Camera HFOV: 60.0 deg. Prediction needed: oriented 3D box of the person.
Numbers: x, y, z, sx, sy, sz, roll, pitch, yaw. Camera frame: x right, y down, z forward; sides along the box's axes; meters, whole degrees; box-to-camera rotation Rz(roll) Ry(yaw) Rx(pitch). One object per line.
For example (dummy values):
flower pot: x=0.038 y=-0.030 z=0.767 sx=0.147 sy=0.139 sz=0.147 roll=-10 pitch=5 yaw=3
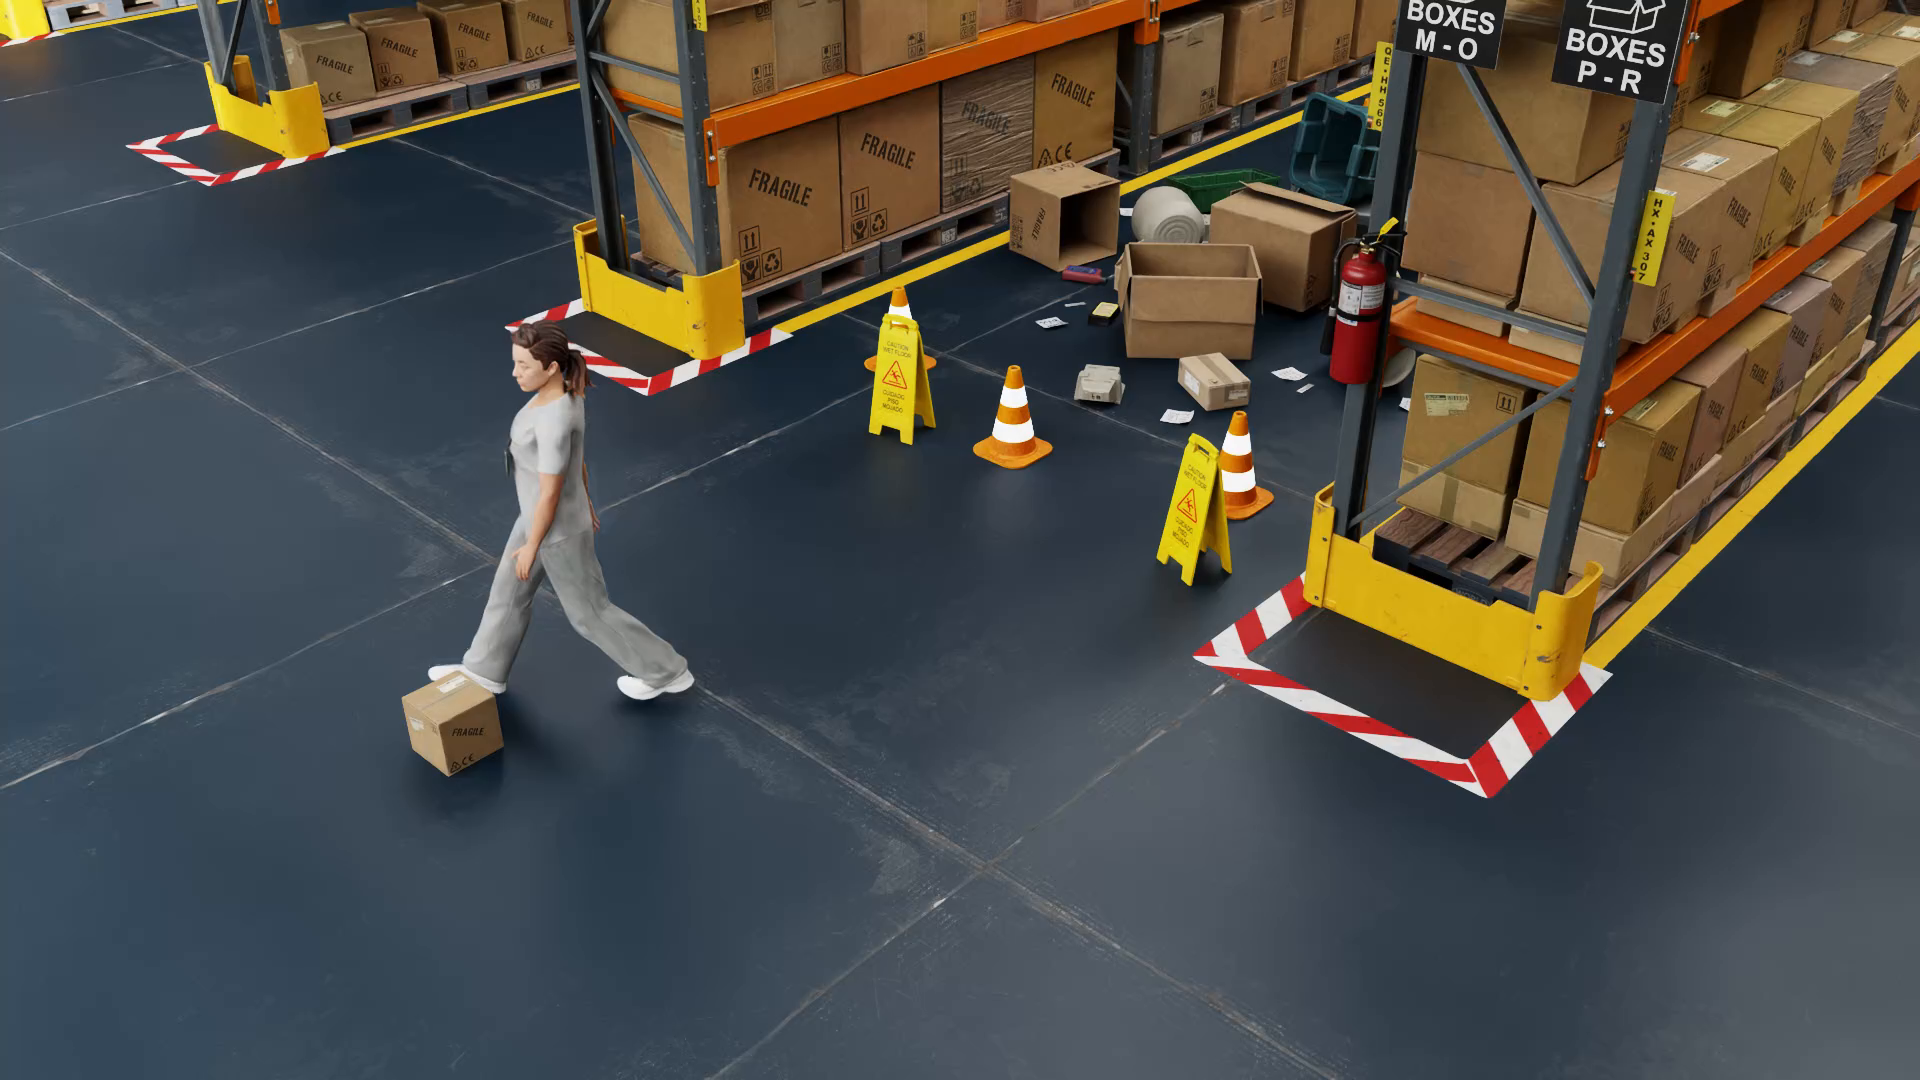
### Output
person: x=-1.592 y=-0.061 z=6.272 sx=1.032 sy=1.613 sz=0.462 roll=-7 pitch=32 yaw=-12
